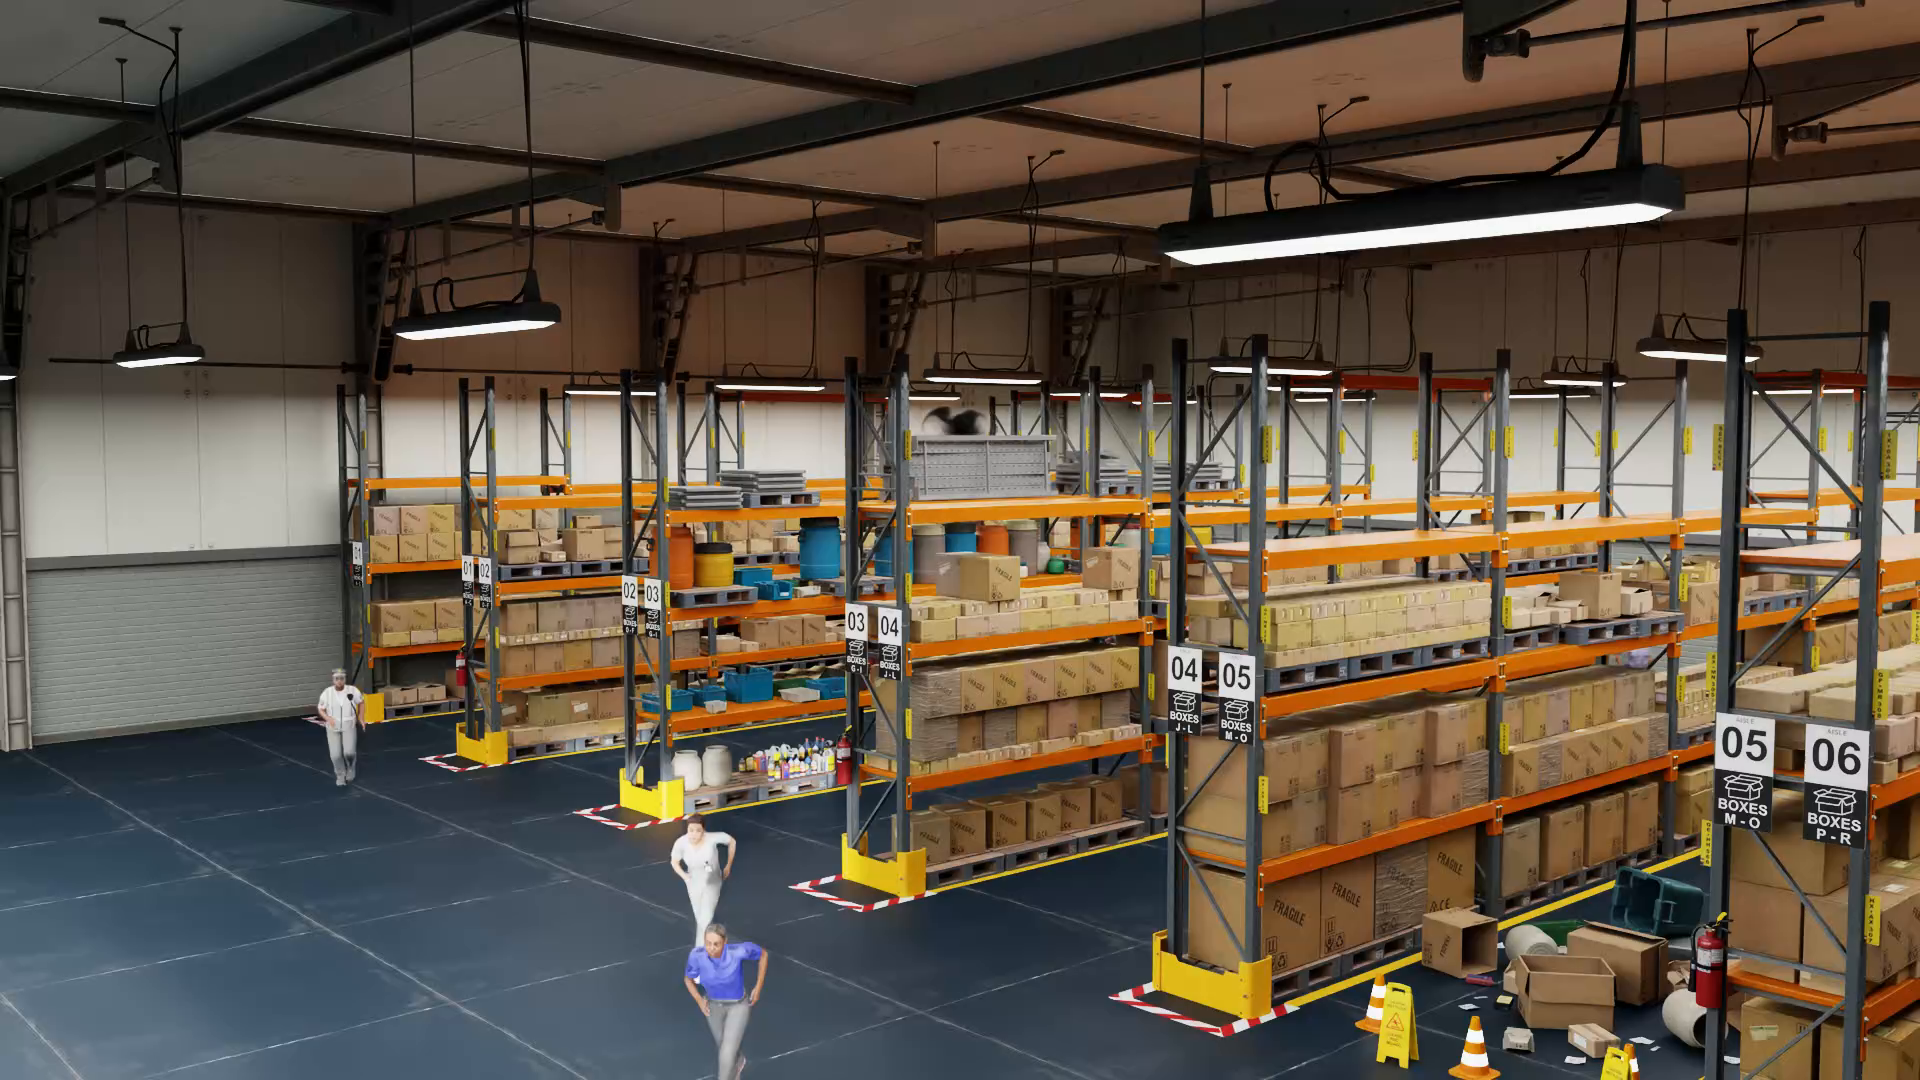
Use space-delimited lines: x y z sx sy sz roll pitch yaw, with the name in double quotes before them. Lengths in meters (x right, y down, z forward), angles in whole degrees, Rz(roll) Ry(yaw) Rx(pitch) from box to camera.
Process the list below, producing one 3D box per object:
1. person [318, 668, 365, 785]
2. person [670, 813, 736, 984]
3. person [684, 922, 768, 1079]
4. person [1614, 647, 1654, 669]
"person" -8.958 2.713 24.108 0.646 1.729 0.671 -1 4 -19
"person" -2.440 3.347 15.951 0.606 1.626 0.961 0 4 0
"person" -1.744 3.579 12.588 0.617 1.615 0.967 0 4 3
"person" 12.033 2.421 29.629 0.602 1.685 0.748 -1 4 -15
